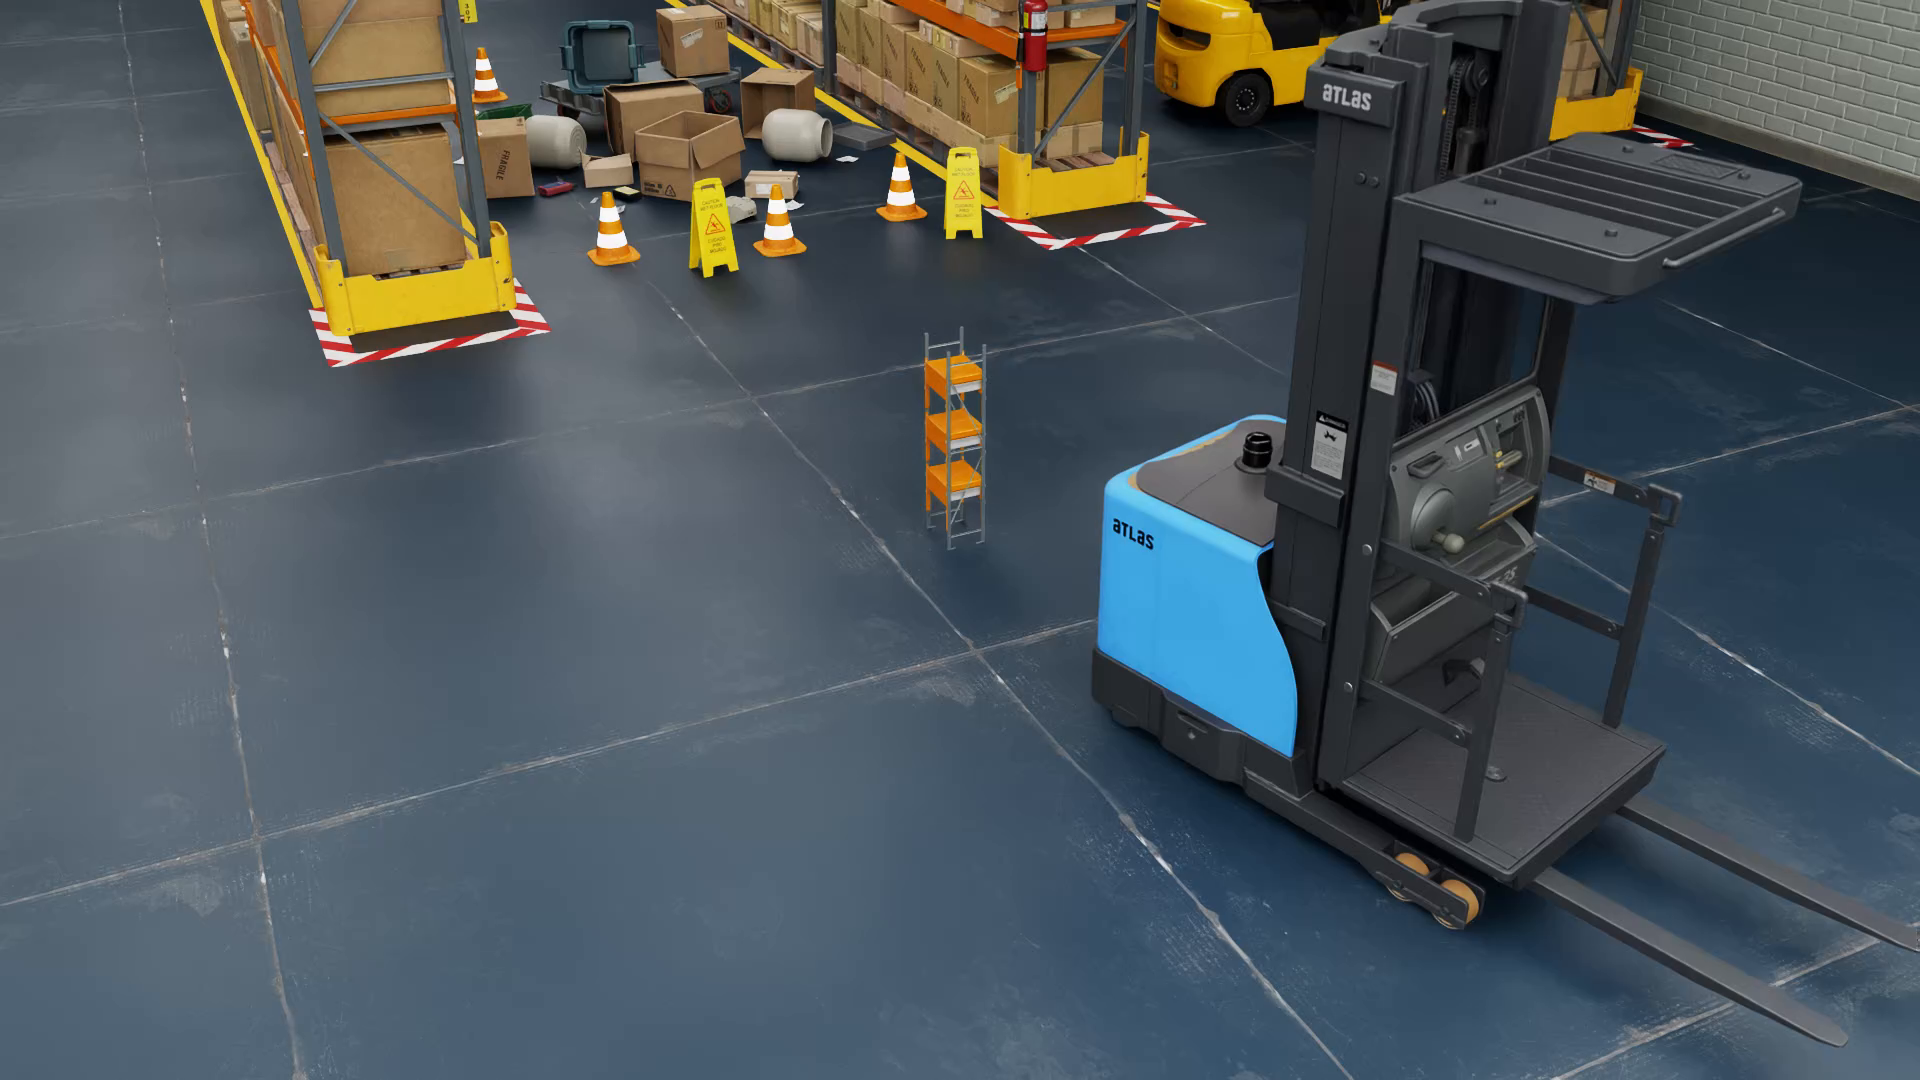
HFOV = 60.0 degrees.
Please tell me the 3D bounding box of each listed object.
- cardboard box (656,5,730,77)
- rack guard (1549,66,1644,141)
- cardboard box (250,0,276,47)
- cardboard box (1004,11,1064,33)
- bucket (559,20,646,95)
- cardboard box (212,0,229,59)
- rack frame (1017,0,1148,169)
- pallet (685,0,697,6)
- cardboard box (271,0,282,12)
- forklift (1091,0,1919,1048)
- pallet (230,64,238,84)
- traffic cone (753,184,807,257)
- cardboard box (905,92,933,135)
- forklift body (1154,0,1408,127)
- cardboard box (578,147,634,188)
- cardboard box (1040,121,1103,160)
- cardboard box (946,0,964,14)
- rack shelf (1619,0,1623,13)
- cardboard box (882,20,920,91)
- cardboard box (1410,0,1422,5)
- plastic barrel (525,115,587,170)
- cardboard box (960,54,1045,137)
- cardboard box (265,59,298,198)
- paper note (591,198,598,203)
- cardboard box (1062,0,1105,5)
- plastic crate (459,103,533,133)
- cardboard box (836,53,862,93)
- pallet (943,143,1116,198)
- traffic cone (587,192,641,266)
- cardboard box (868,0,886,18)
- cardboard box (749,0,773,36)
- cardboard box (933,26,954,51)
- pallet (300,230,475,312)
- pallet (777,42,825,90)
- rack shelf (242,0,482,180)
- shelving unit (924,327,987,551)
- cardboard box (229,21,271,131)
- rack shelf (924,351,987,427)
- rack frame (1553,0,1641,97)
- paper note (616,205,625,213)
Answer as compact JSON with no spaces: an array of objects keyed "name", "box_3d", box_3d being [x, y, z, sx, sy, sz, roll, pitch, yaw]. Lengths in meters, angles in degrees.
[{"name":"cardboard box","box_3d":[-2.406,-4.503,14.994,0.500,0.500,0.500,-13,32,-22]},{"name":"rack guard","box_3d":[5.397,-3.826,14.561,1.175,0.500,0.348,-13,32,-22]},{"name":"cardboard box","box_3d":[-4.688,-3.969,12.108,0.875,0.550,0.550,-13,32,-22]},{"name":"cardboard box","box_3d":[0.552,-3.893,12.383,0.380,0.149,0.250,-12,31,-20]},{"name":"bucket","box_3d":[-3.098,-4.225,14.510,0.726,0.611,0.620,-3,19,-5]},{"name":"cardboard box","box_3d":[-6.776,-5.247,16.410,1.050,0.750,0.750,-14,32,-23]},{"name":"rack frame","box_3d":[0.906,-3.883,12.107,1.000,3.000,0.127,-13,32,-22]},{"name":"pallet","box_3d":[-2.799,-6.564,19.741,1.003,0.211,1.213,-13,32,-22]},{"name":"cardboard box","box_3d":[-3.965,-3.731,10.579,0.875,0.550,0.550,-13,32,-22]},{"name":"forklift","box_3d":[1.909,-0.202,5.613,1.130,2.935,3.031,-24,37,-36]},{"name":"pallet","box_3d":[-6.686,-4.752,16.509,1.003,0.211,1.213,-13,32,-22]},{"name":"traffic cone","box_3d":[-1.301,-2.312,11.900,0.336,0.463,0.334,-13,32,-22]},{"name":"cardboard box","box_3d":[-0.129,-3.628,14.034,0.500,0.250,0.500,-14,32,-24]},{"name":"forklift body","box_3d":[2.925,-5.011,14.987,2.313,2.155,1.214,-13,32,-22]},{"name":"cardboard box","box_3d":[-2.838,-3.000,13.329,0.396,0.266,0.258,-8,30,-13]},{"name":"cardboard box","box_3d":[0.809,-3.281,13.416,0.500,0.250,0.500,-13,32,-22]},{"name":"cardboard box","box_3d":[0.114,-4.207,12.943,0.380,0.149,0.250,-13,32,-21]},{"name":"rack shelf","box_3d":[4.528,-5.496,15.720,1.077,0.370,4.000,-13,32,-22]},{"name":"cardboard box","box_3d":[-0.341,-4.180,14.252,0.500,0.500,0.500,-11,31,-19]},{"name":"cardboard box","box_3d":[4.457,-4.930,15.334,0.500,0.250,0.500,-13,32,-21]},{"name":"plastic barrel","box_3d":[-3.366,-3.263,13.636,0.512,0.421,0.421,7,30,13]},{"name":"cardboard box","box_3d":[0.326,-3.493,13.027,0.500,0.500,0.500,-13,32,-22]},{"name":"cardboard box","box_3d":[-4.642,-3.132,12.512,0.875,0.875,0.875,-13,32,-22]},{"name":"paper note","box_3d":[-2.849,-2.648,12.962,0.032,0.001,0.123,2,29,4]},{"name":"cardboard box","box_3d":[0.953,-4.323,12.487,0.500,0.500,0.500,-14,32,-23]},{"name":"plastic crate","box_3d":[-3.981,-3.562,14.352,0.450,0.188,0.662,-7,28,9]},{"name":"cardboard box","box_3d":[-0.802,-4.316,15.262,0.500,0.250,0.500,-15,32,-24]},{"name":"pallet","box_3d":[0.556,-3.066,13.502,1.003,0.211,1.213,-13,32,-22]},{"name":"traffic cone","box_3d":[-2.467,-2.225,11.745,0.336,0.463,0.334,-13,32,-22]},{"name":"cardboard box","box_3d":[-0.580,-4.632,14.395,0.380,0.149,0.250,-12,31,-20]},{"name":"cardboard box","box_3d":[-1.651,-5.541,17.323,0.950,0.372,0.625,-12,31,-20]},{"name":"cardboard box","box_3d":[0.003,-4.035,13.332,0.380,0.149,0.250,-13,32,-21]},{"name":"pallet","box_3d":[-3.936,-1.919,11.457,1.003,0.211,1.213,-13,32,-22]},{"name":"pallet","box_3d":[-1.147,-4.777,16.553,1.003,0.211,1.213,-13,32,-22]},{"name":"rack shelf","box_3d":[-4.380,-3.368,11.925,1.077,0.370,4.000,-13,32,-22]},{"name":"shelving unit","box_3d":[-0.023,-0.482,8.035,0.215,1.050,0.252,-13,32,-22]},{"name":"cardboard box","box_3d":[-5.587,-4.023,14.228,1.050,0.750,0.750,-13,32,-22]},{"name":"rack shelf","box_3d":[-0.023,-0.720,7.902,0.215,0.259,0.240,-13,32,-22]},{"name":"rack frame","box_3d":[5.387,-4.926,13.969,1.000,3.000,0.127,-13,32,-22]},{"name":"paper note","box_3d":[-2.644,-2.534,12.739,0.144,0.017,0.142,-3,29,-5]}]
